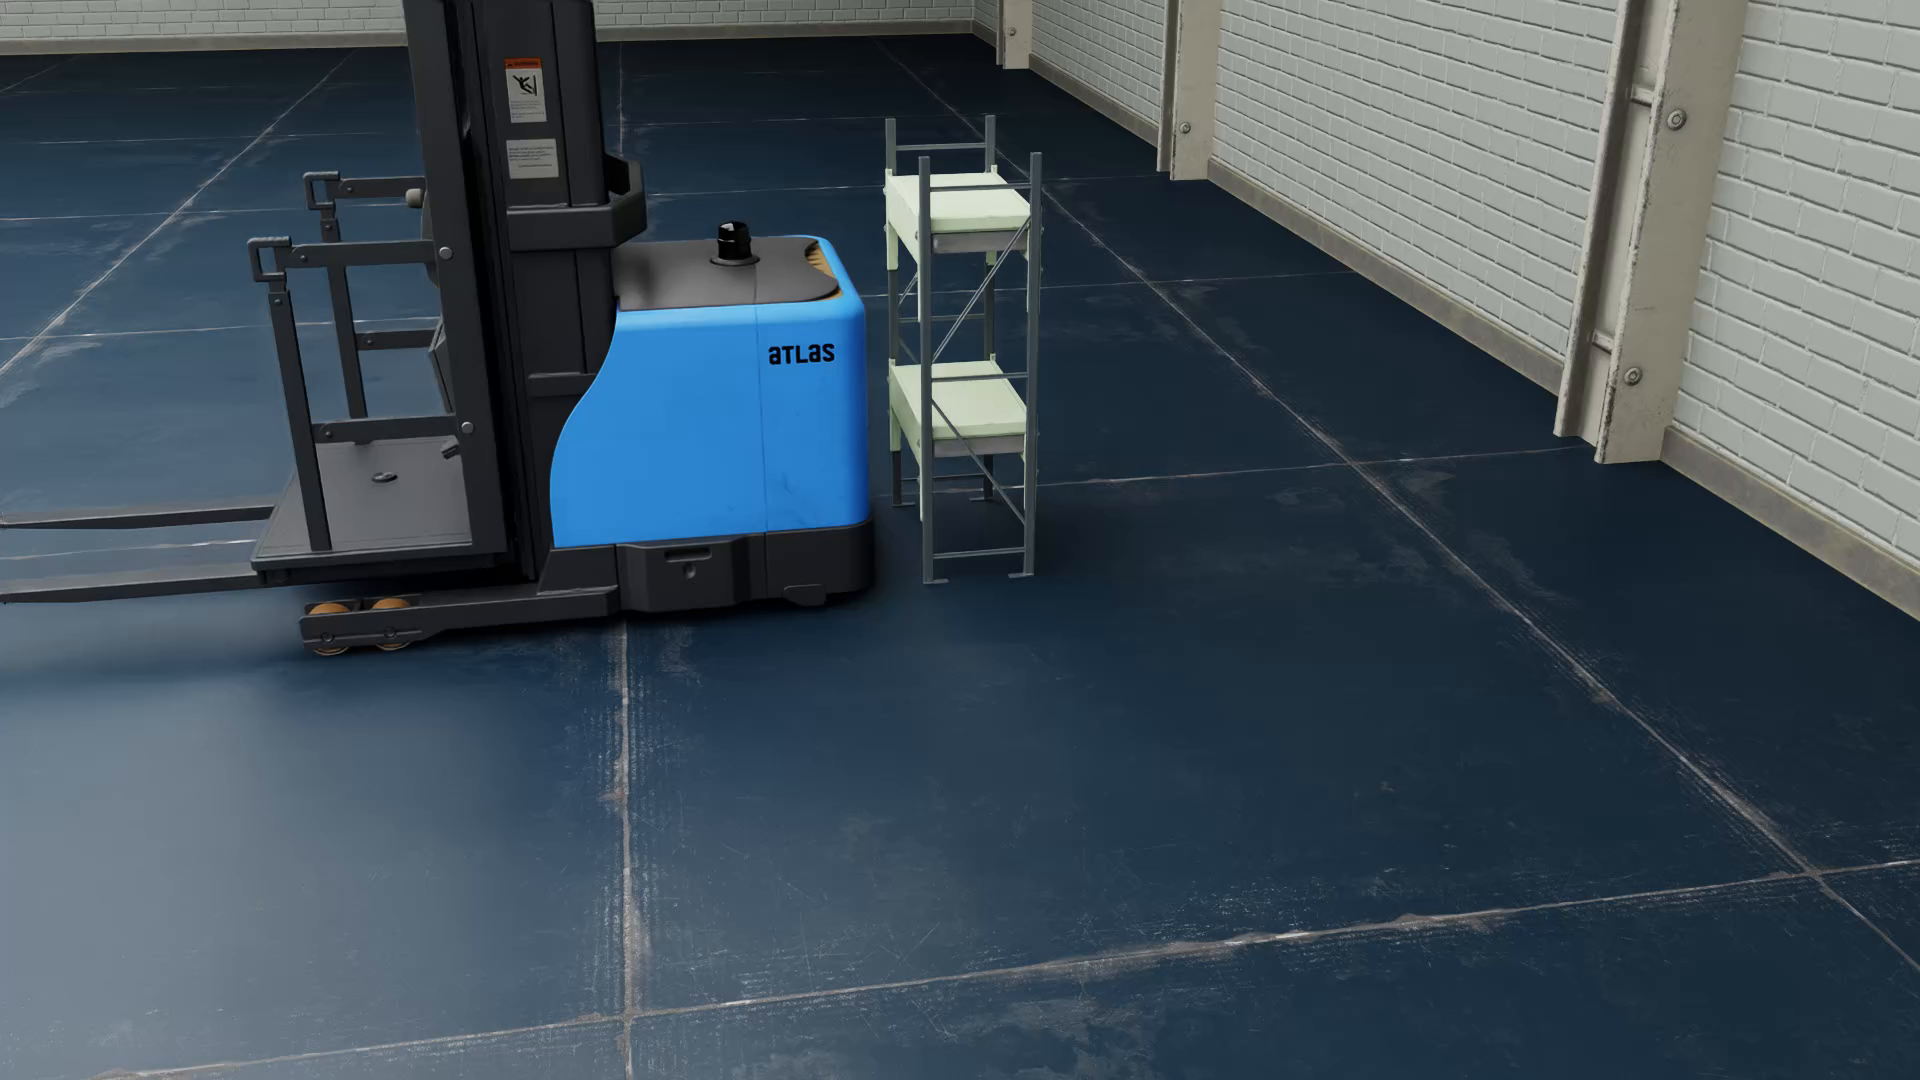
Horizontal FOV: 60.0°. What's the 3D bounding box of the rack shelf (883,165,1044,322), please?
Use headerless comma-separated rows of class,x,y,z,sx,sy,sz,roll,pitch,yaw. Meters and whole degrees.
rack shelf,-0.001,-1.048,5.800,0.431,0.370,0.720,-4,24,-10

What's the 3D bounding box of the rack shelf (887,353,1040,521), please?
rack shelf,-0.001,-0.391,6.086,0.431,0.370,0.720,-4,24,-10

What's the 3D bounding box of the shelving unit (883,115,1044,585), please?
shelving unit,-0.001,-0.690,5.956,0.431,1.500,0.755,-4,24,-10

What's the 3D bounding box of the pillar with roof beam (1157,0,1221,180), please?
pillar with roof beam,-2.537,-6.573,10.058,9.100,9.000,0.400,-4,24,-10

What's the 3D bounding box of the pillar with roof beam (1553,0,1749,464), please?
pillar with roof beam,-1.428,-4.213,4.654,9.100,9.000,0.400,-4,24,-10

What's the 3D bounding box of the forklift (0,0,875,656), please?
forklift,-1.862,-1.198,5.332,3.031,2.935,1.130,-4,24,-10

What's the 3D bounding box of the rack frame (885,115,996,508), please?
rack frame,-0.069,-0.834,6.285,0.400,1.500,0.023,-4,24,-10

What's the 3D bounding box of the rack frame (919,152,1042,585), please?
rack frame,0.066,-0.546,5.626,0.400,1.500,0.023,-4,24,-10

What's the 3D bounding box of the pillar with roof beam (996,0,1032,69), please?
pillar with roof beam,-3.647,-8.933,15.461,9.100,9.000,0.400,-4,24,-10
